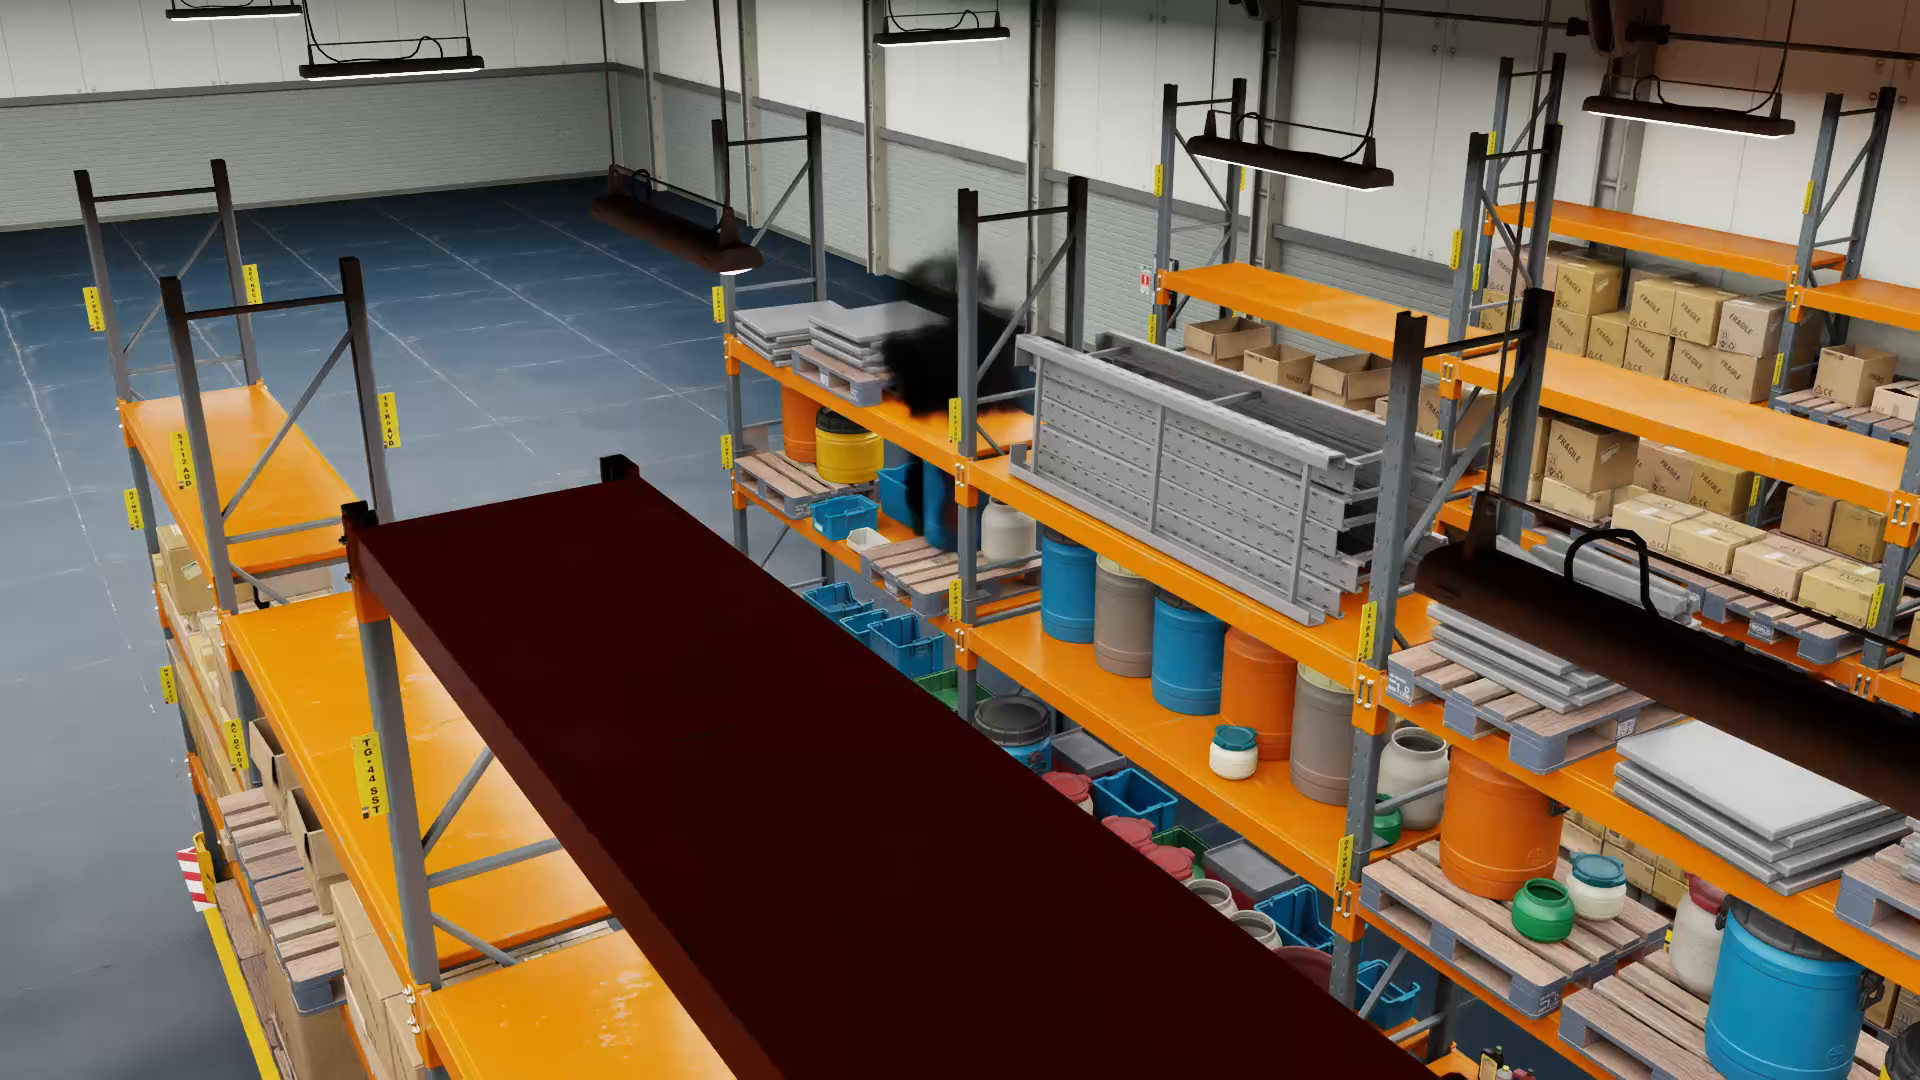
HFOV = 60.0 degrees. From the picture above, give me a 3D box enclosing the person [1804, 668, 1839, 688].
[{"bbox_3d":[7.411,1.794,14.579,0.663,1.748,0.780,-17,28,-36],"label":"person"}]
